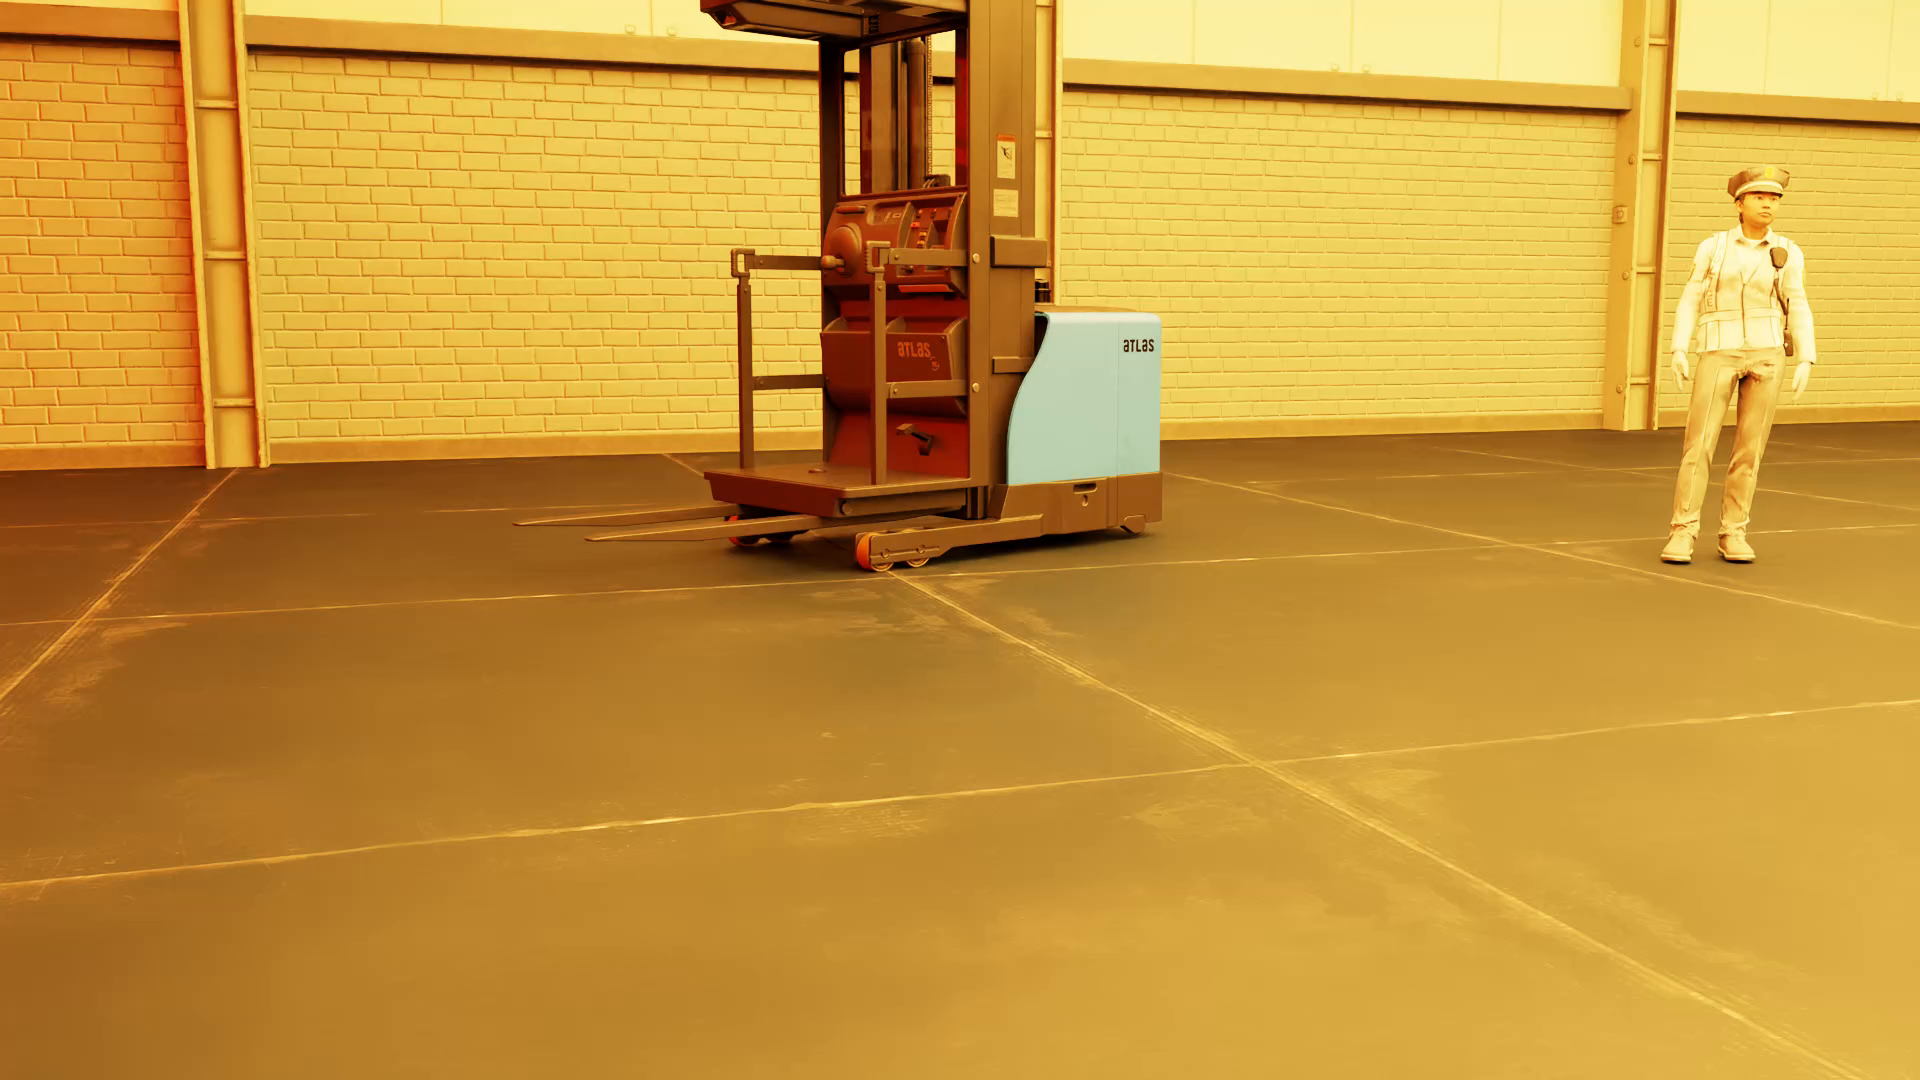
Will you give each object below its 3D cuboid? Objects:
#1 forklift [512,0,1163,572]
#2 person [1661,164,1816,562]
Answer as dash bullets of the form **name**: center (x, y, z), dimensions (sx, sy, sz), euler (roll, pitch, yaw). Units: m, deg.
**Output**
- **forklift**: center (-0.461, -1.399, 7.333), dimensions (3.031, 2.935, 1.130), euler (-7, 10, -40)
- **person**: center (3.382, -0.763, 7.191), dimensions (0.586, 1.694, 0.530), euler (3, 8, 18)
